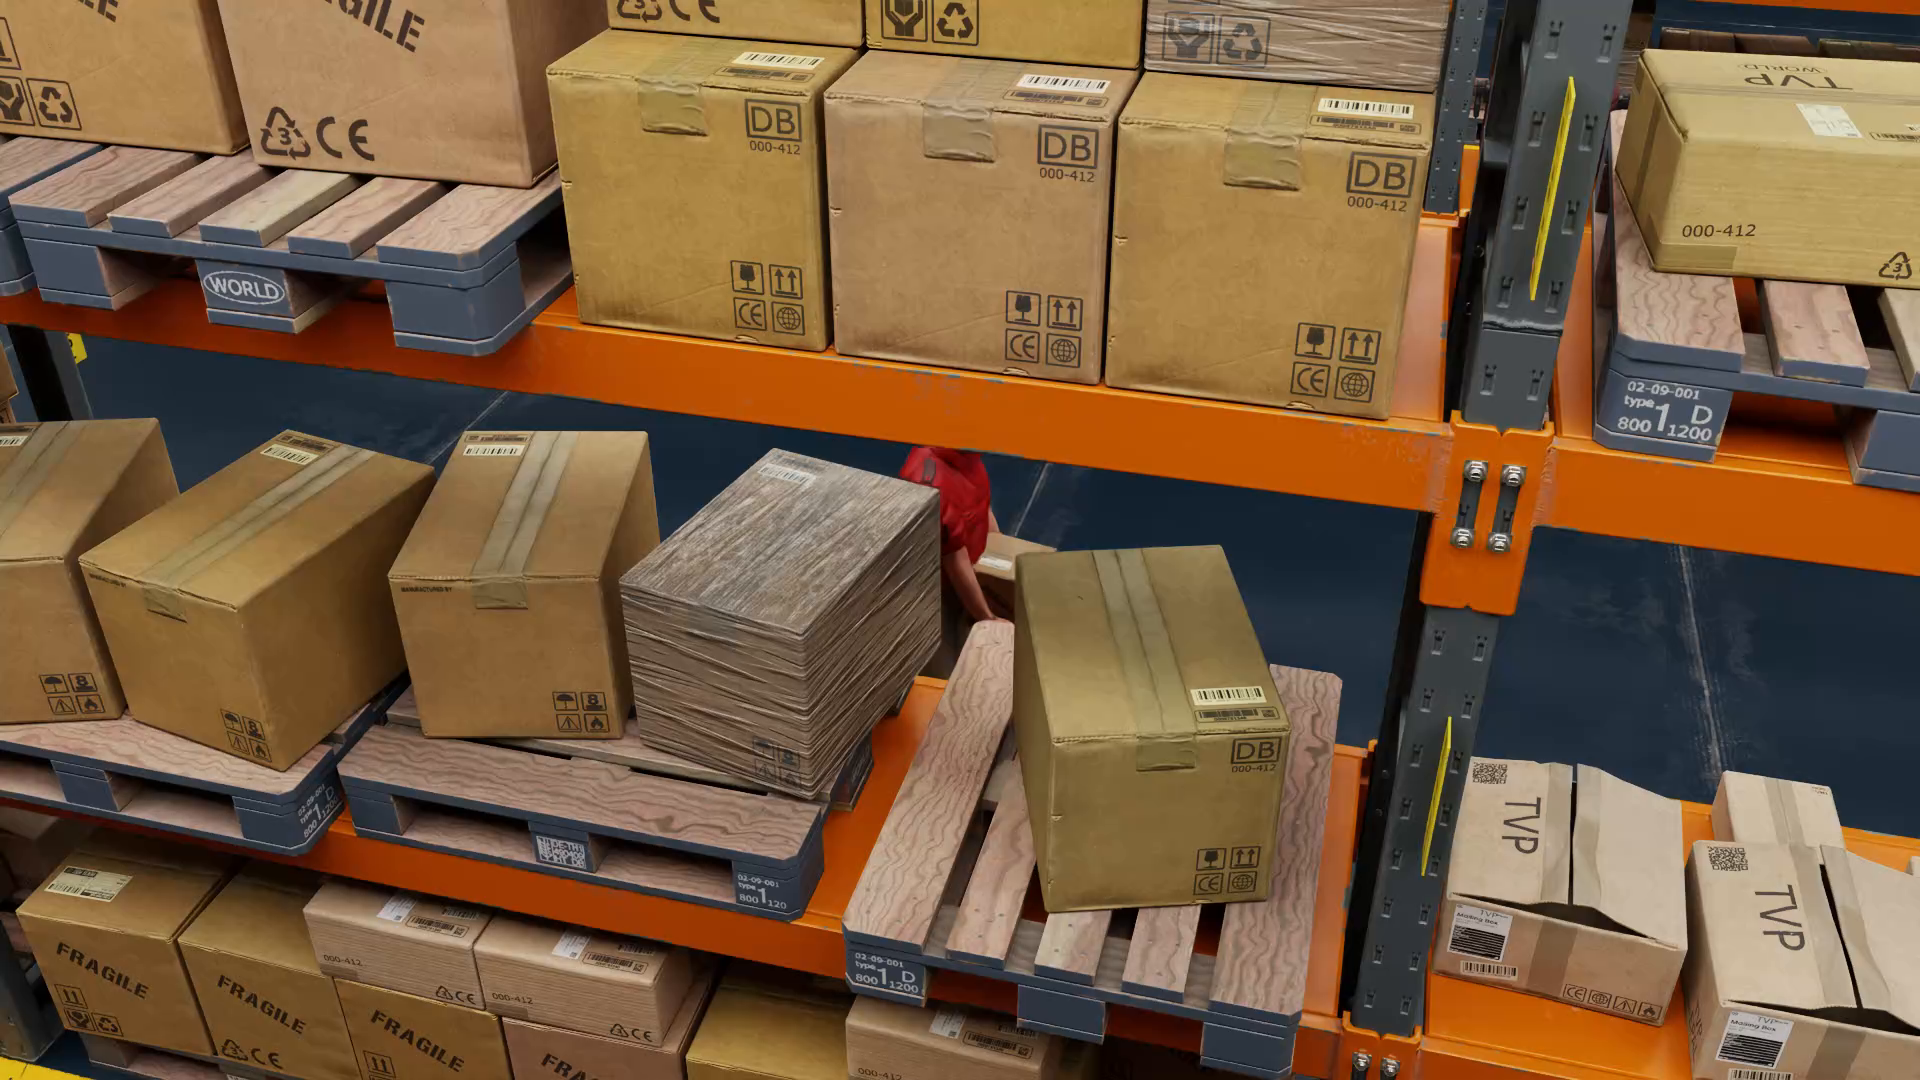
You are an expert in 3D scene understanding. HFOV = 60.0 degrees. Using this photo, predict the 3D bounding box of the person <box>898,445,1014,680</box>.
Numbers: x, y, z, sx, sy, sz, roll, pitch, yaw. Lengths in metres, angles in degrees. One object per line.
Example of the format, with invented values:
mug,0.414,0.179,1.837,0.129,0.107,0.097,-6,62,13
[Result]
person,-0.007,0.193,5.867,0.564,1.720,0.486,8,33,12
